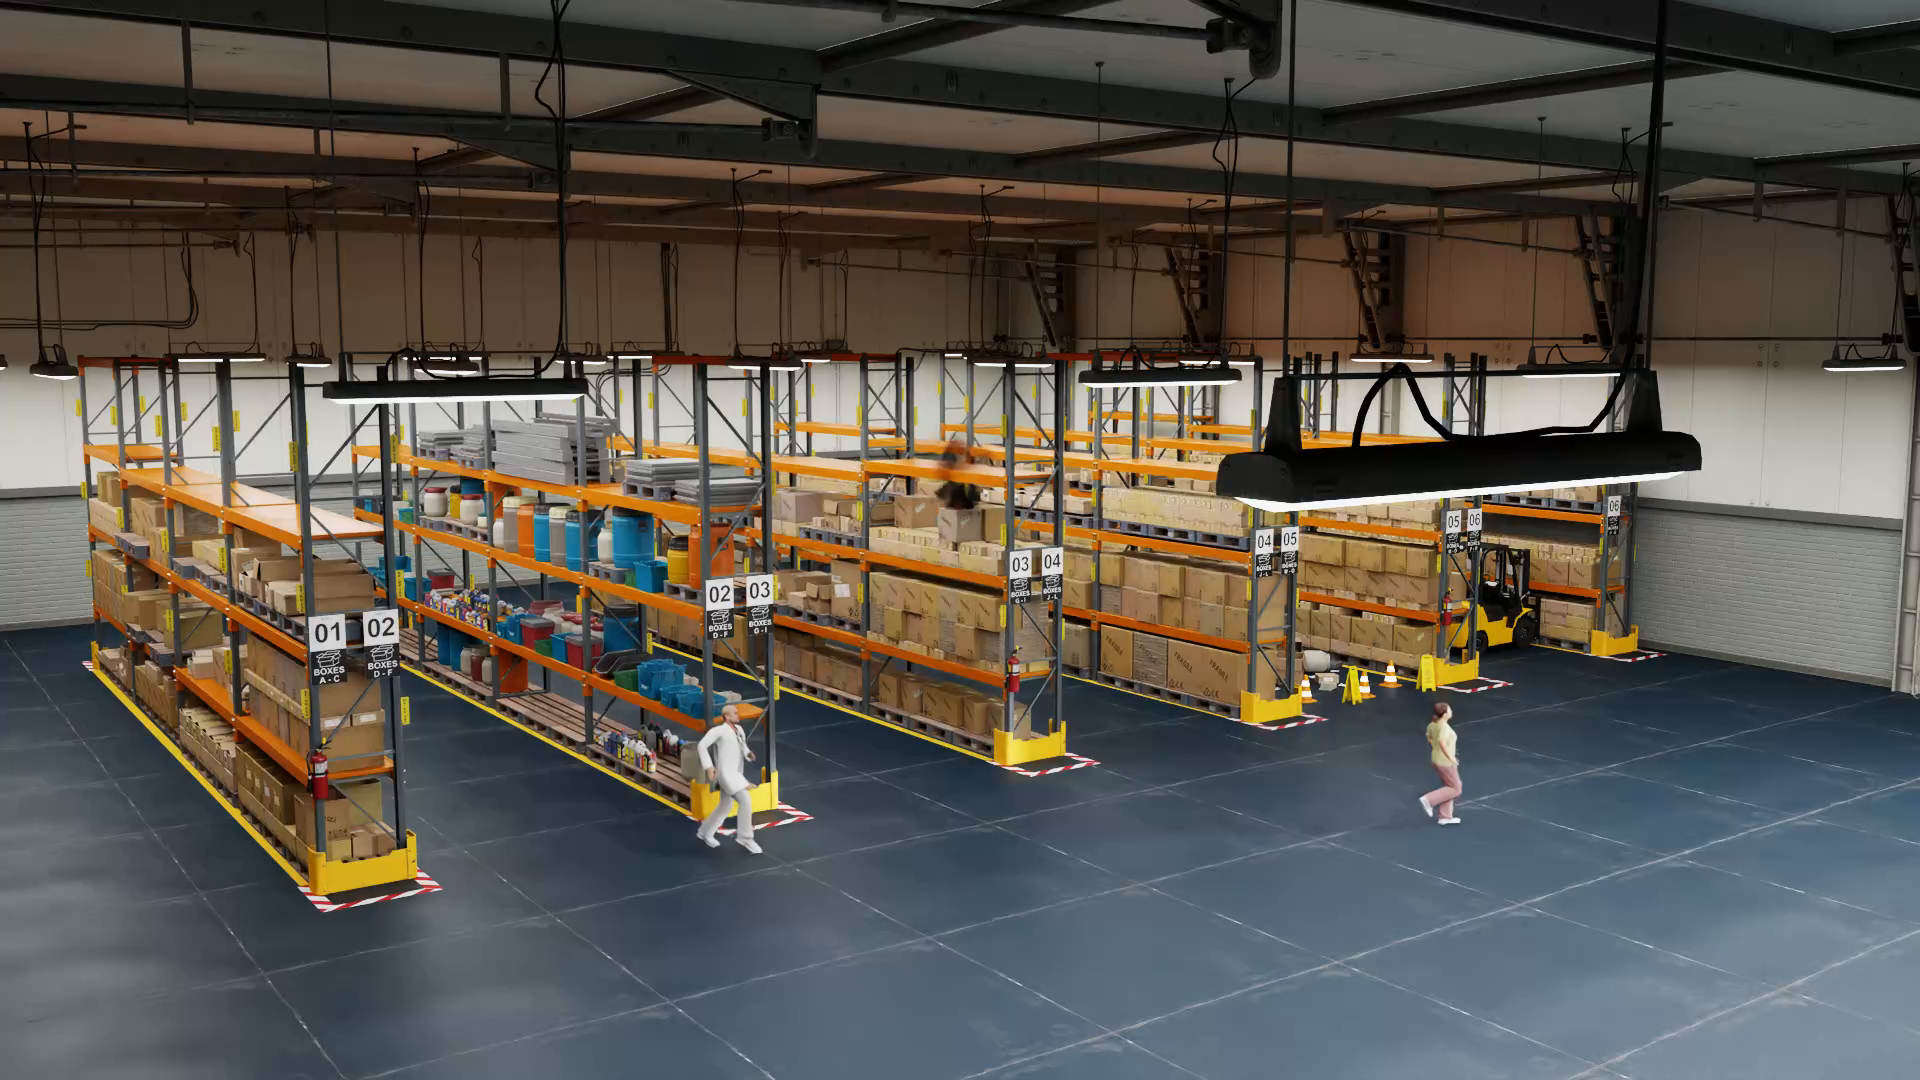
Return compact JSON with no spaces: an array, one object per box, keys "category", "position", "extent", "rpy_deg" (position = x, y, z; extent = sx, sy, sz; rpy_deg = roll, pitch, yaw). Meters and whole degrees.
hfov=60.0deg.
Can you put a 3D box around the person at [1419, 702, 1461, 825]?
[{"category":"person","position":[6.250,2.906,21.654],"extent":[0.597,1.624,0.596],"rpy_deg":[-1,7,-11]}]

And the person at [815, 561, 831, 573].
[{"category":"person","position":[-3.330,0.469,41.812],"extent":[0.686,1.677,0.660],"rpy_deg":[3,8,23]}]

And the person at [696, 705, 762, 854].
[{"category":"person","position":[-2.821,2.946,20.701],"extent":[0.911,1.777,0.697],"rpy_deg":[2,7,16]}]

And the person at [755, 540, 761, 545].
[{"category":"person","position":[-4.764,0.835,38.713],"extent":[0.604,1.728,0.759],"rpy_deg":[-4,8,-31]}]
